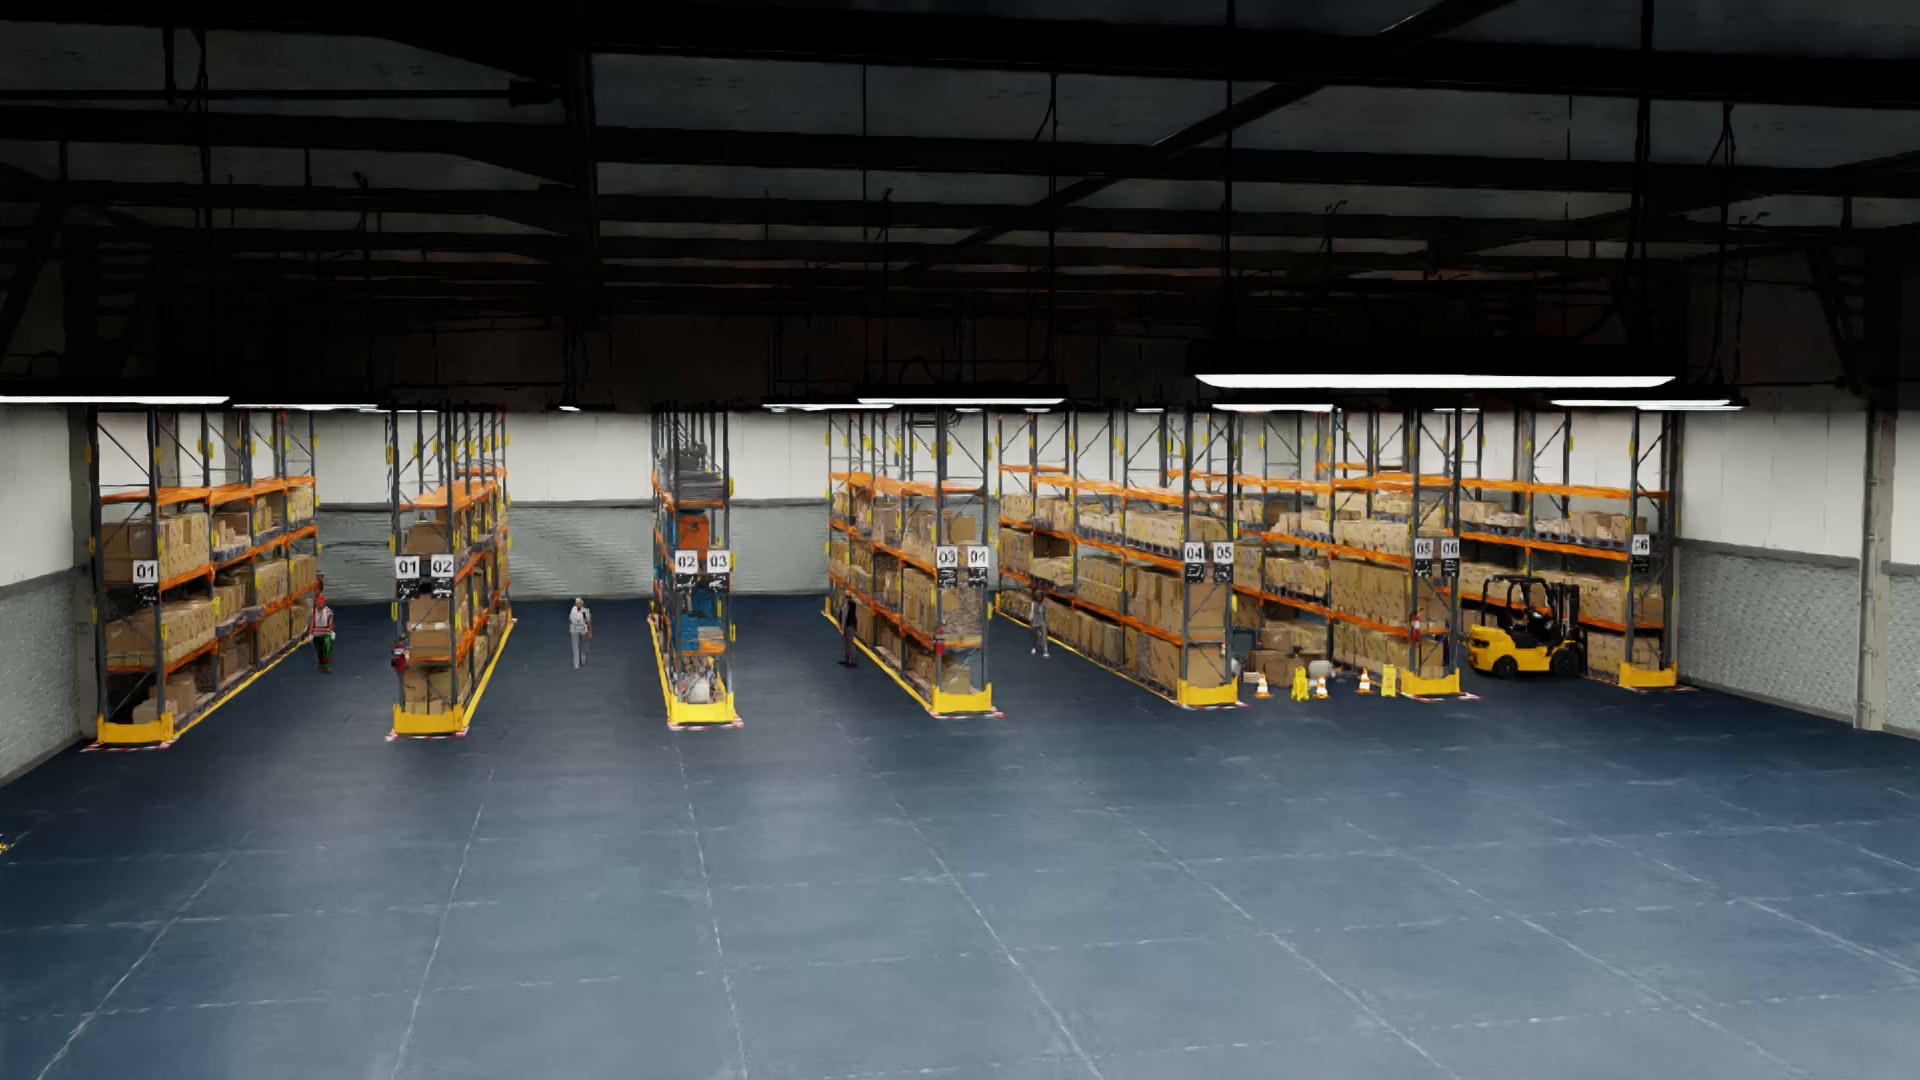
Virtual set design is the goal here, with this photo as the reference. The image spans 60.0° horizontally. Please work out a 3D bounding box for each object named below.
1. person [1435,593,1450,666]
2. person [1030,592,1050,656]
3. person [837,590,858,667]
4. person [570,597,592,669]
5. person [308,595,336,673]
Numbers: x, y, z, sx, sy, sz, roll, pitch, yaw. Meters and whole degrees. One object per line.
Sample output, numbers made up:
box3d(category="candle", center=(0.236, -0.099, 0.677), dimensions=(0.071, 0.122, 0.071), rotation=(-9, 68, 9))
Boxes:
box3d(category="person", center=(10.981, 2.021, 38.082), dimensions=(0.556, 1.644, 0.598), rotation=(1, 5, 19))
box3d(category="person", center=(1.865, 1.973, 39.474), dimensions=(0.416, 1.512, 1.034), rotation=(-1, 4, -8))
box3d(category="person", center=(-2.568, 2.002, 37.829), dimensions=(0.576, 1.709, 0.626), rotation=(1, 4, 15))
box3d(category="person", center=(-8.580, 2.081, 37.633), dimensions=(0.493, 1.606, 1.001), rotation=(-1, 4, -13))
box3d(category="person", center=(-14.190, 2.072, 36.943), dimensions=(0.556, 1.707, 1.127), rotation=(-1, 4, -14))
